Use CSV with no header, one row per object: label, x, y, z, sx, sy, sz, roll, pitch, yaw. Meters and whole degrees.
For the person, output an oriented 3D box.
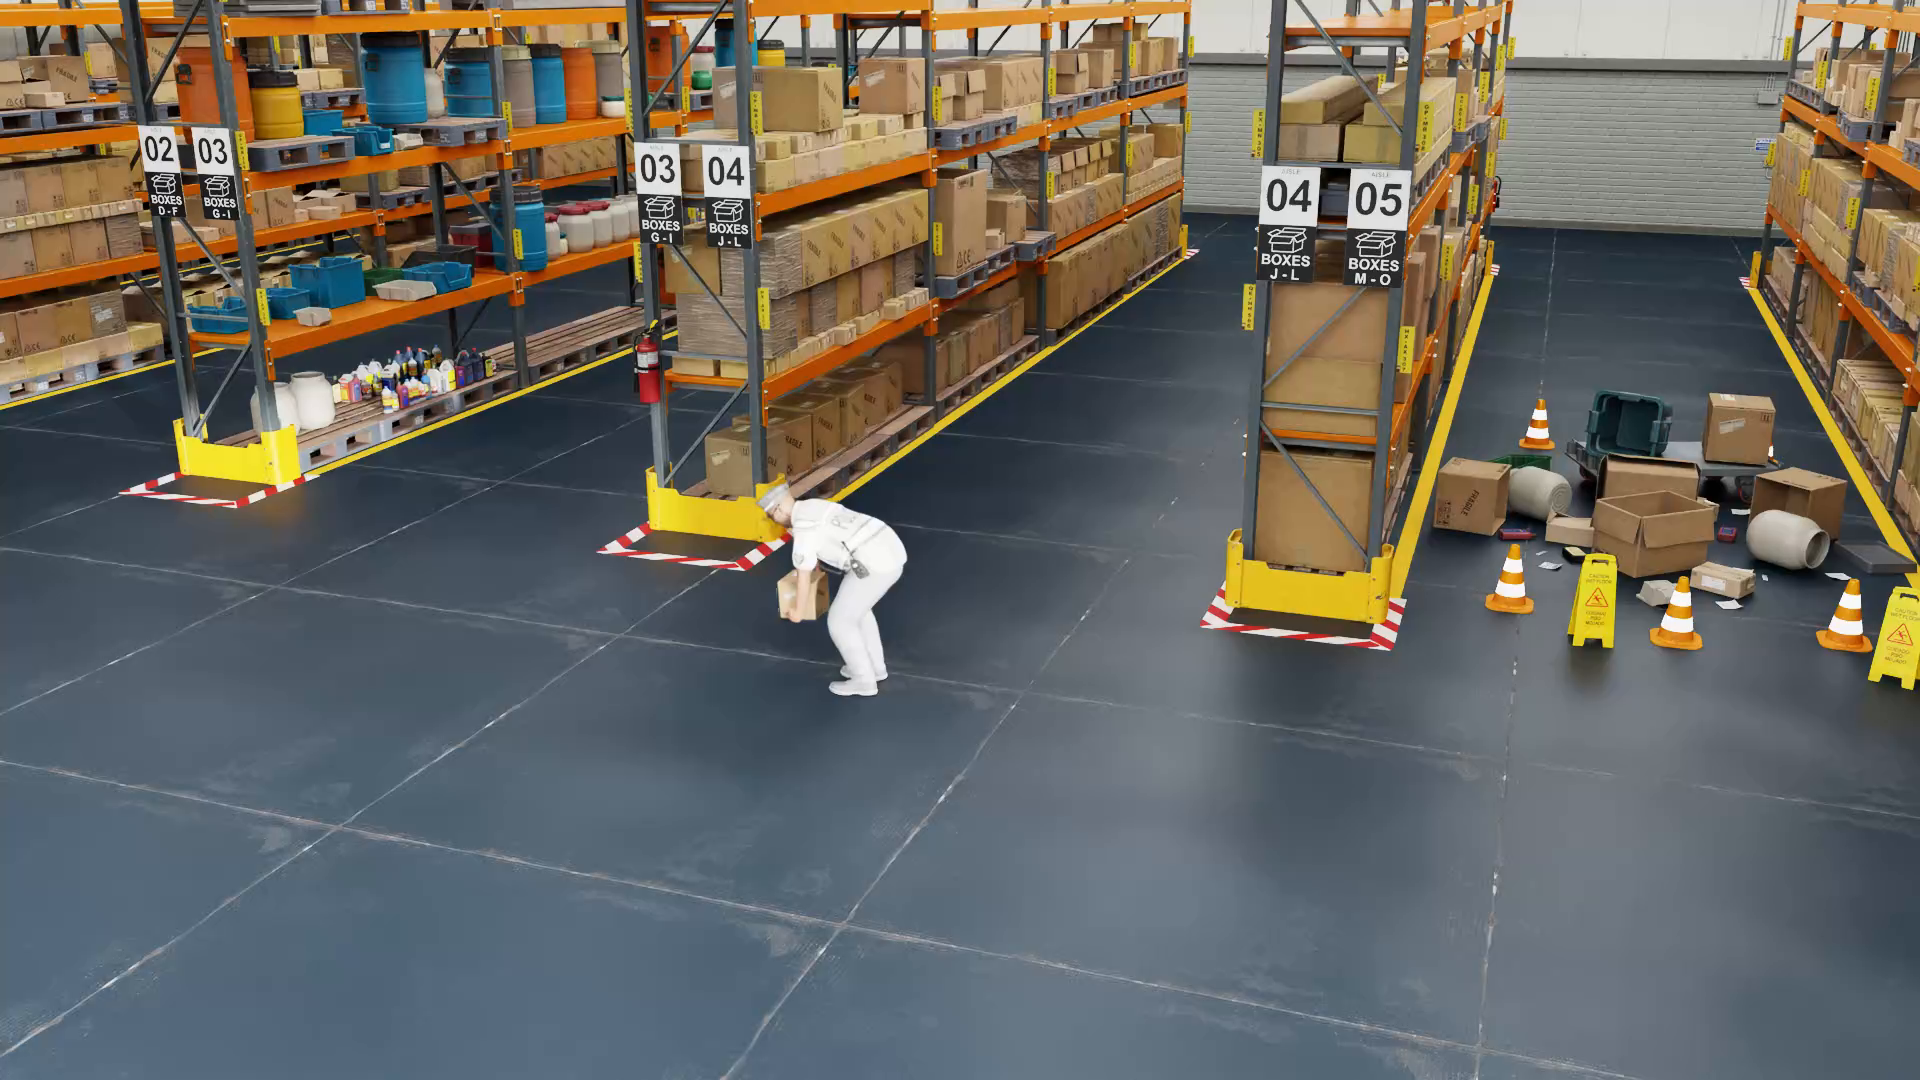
person,-0.841,0.302,10.804,0.987,1.341,0.487,6,19,16
